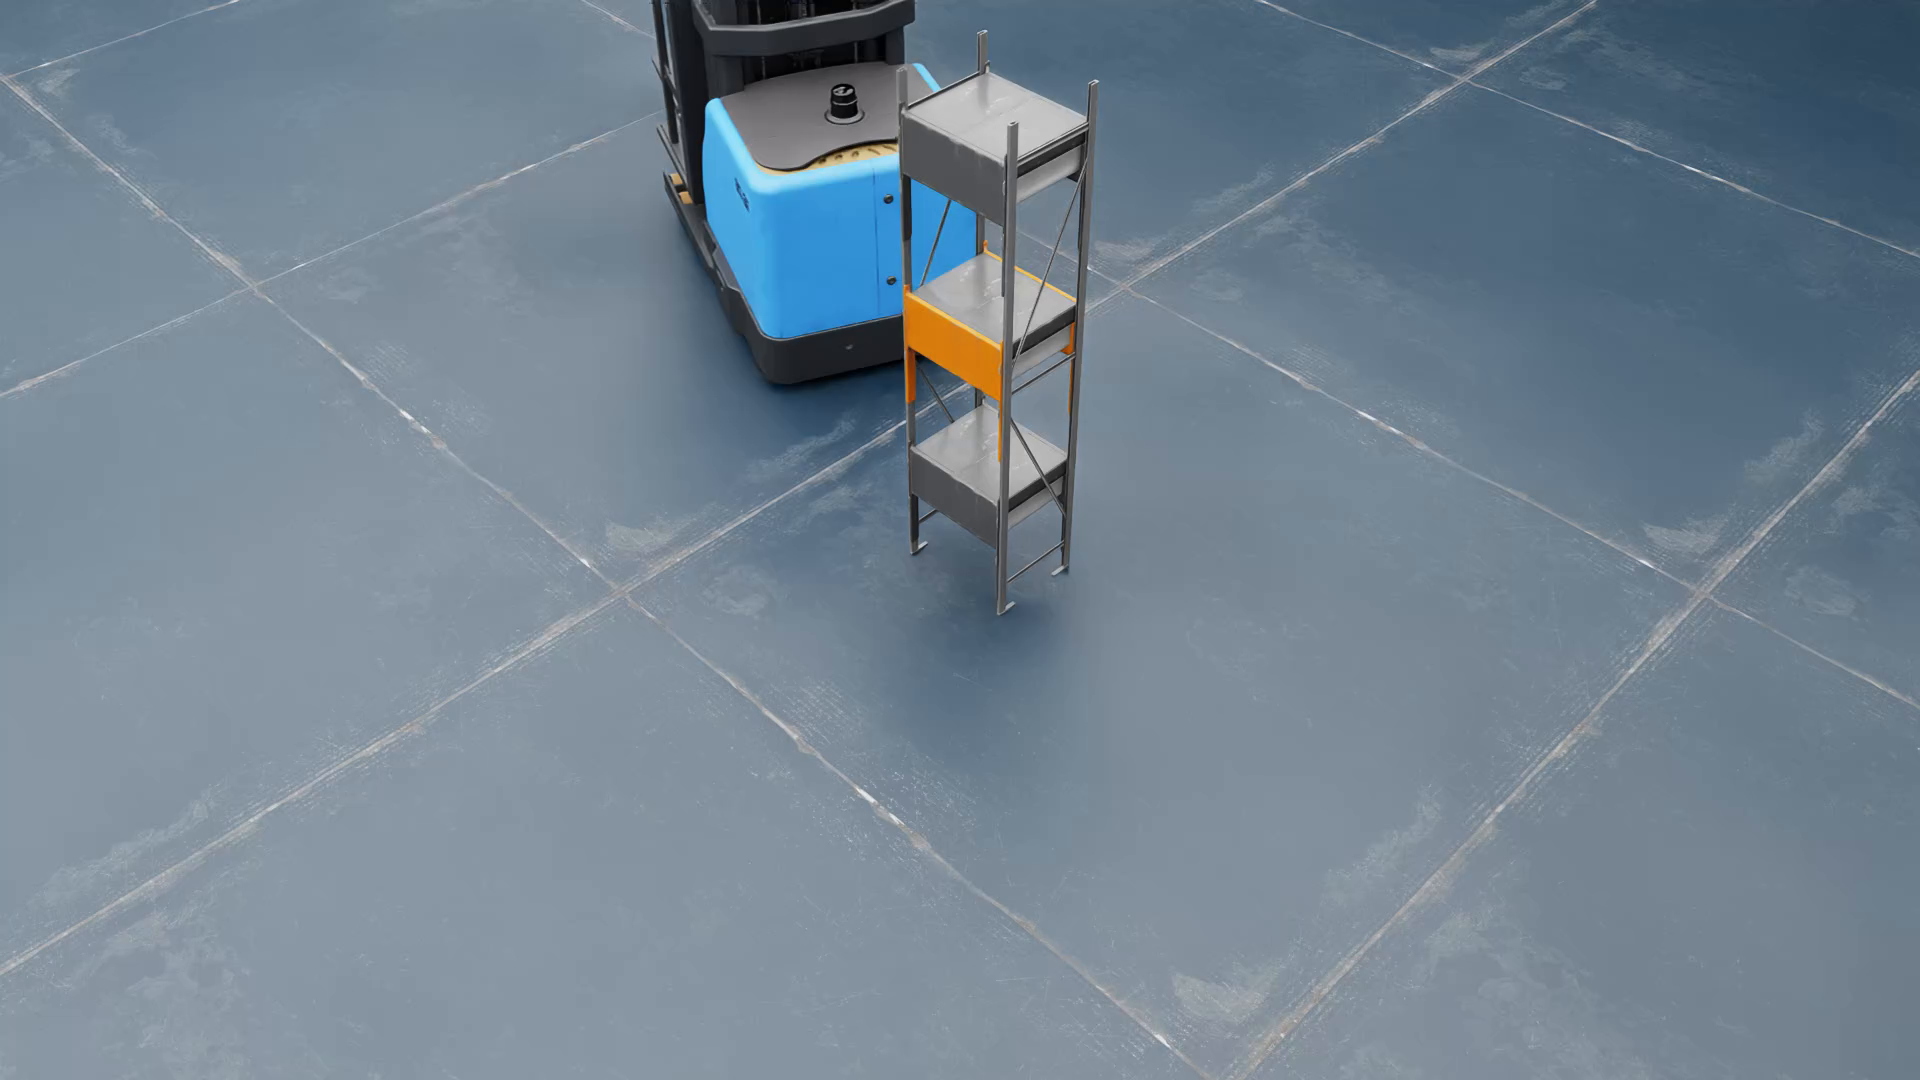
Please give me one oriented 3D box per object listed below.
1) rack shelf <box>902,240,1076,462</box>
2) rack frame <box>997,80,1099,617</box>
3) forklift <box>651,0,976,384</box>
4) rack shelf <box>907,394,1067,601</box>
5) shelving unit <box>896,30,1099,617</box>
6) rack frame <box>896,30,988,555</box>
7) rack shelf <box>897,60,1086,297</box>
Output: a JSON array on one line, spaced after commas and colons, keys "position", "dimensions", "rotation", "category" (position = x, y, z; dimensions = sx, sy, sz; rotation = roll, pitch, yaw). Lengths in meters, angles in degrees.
[{"position": [0.117, -0.682, 5.961], "dimensions": [0.431, 0.518, 0.480], "rotation": [-34, 53, -31], "category": "rack shelf"}, {"position": [0.289, -0.574, 5.824], "dimensions": [0.400, 2.100, 0.015], "rotation": [-34, 53, -31], "category": "rack frame"}, {"position": [-0.887, -2.781, 7.600], "dimensions": [1.130, 2.935, 3.031], "rotation": [-14, 45, -15], "category": "forklift"}, {"position": [0.117, -0.167, 6.436], "dimensions": [0.431, 0.518, 0.480], "rotation": [-34, 53, -31], "category": "rack shelf"}, {"position": [0.117, -0.692, 5.951], "dimensions": [0.431, 2.100, 0.503], "rotation": [-34, 53, -31], "category": "shelving unit"}, {"position": [-0.055, -0.809, 6.078], "dimensions": [0.400, 2.100, 0.015], "rotation": [-34, 53, -31], "category": "rack frame"}, {"position": [0.117, -1.196, 5.486], "dimensions": [0.431, 0.518, 0.480], "rotation": [-34, 53, -31], "category": "rack shelf"}]
